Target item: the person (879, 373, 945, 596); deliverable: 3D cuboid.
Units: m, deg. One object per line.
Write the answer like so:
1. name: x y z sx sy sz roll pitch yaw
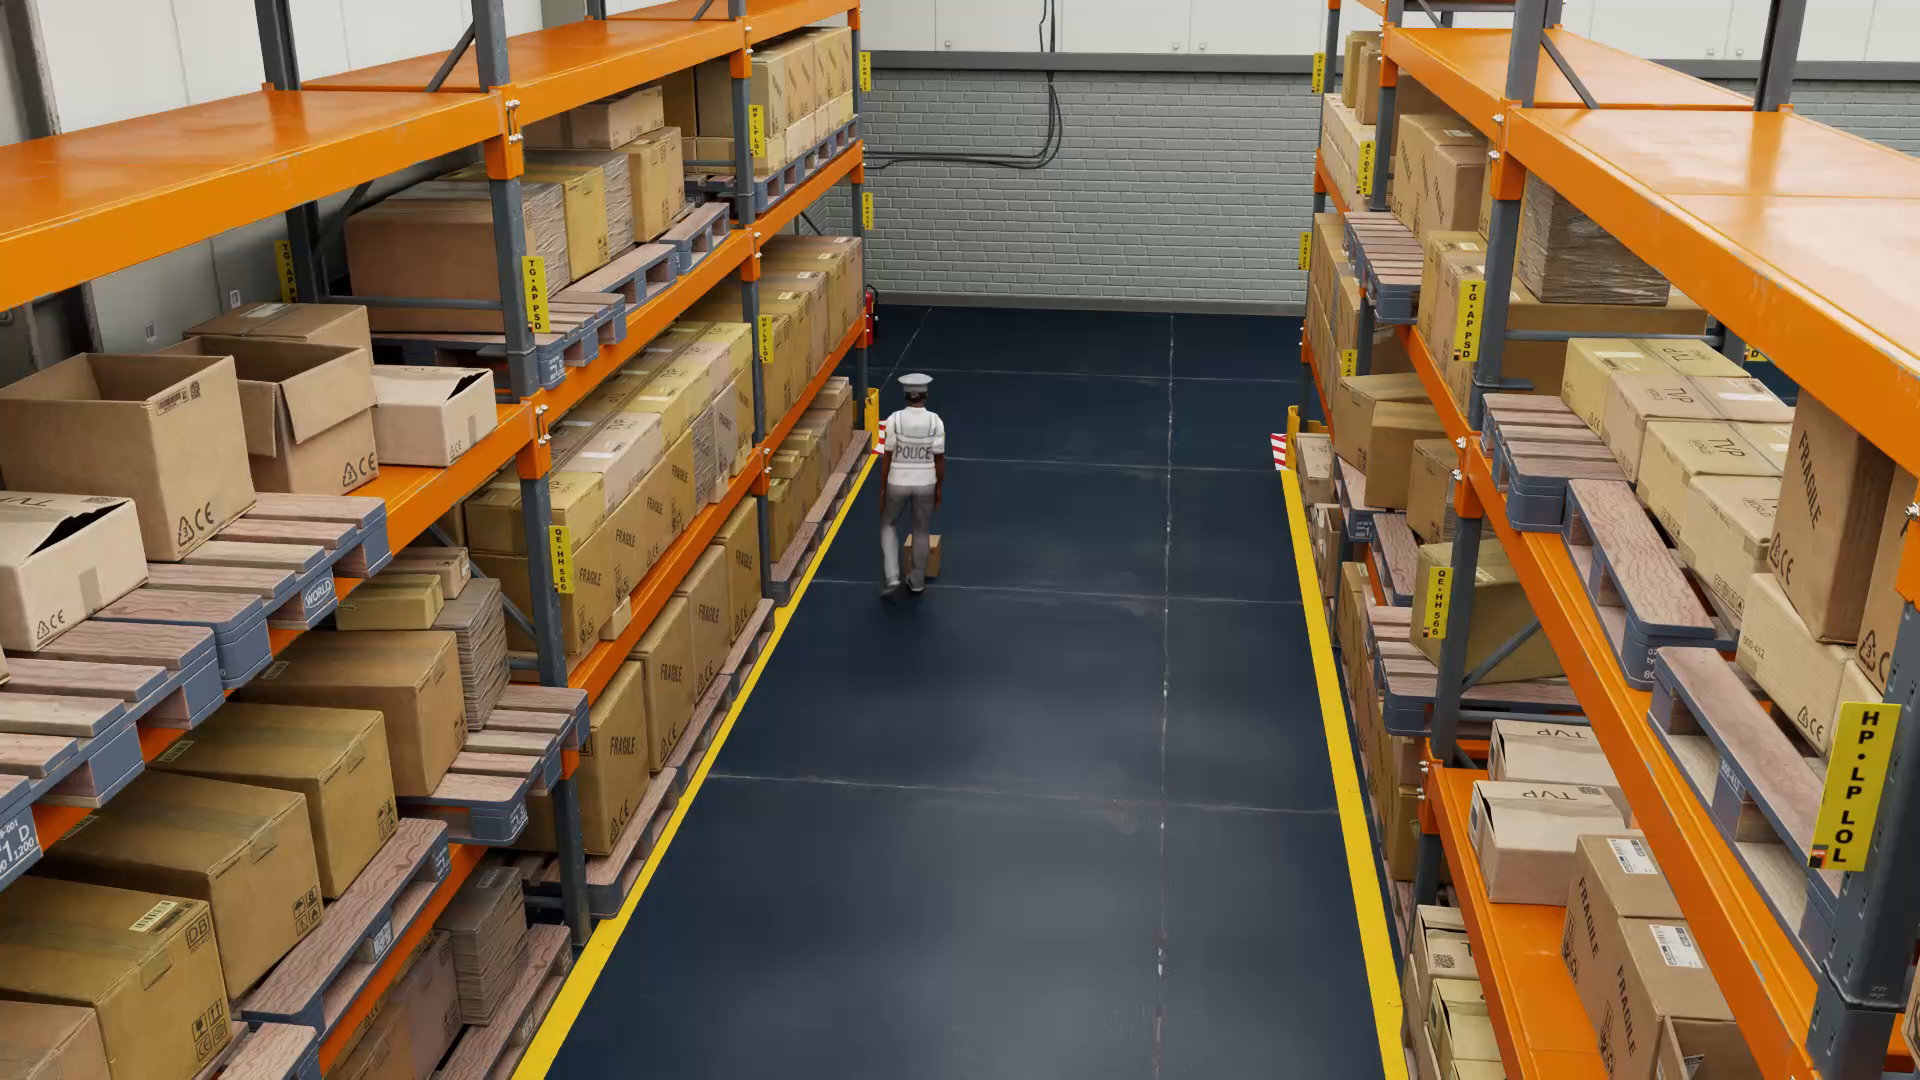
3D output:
1. person: -0.362 -0.386 12.050 0.495 1.682 0.458 -2 21 -6
